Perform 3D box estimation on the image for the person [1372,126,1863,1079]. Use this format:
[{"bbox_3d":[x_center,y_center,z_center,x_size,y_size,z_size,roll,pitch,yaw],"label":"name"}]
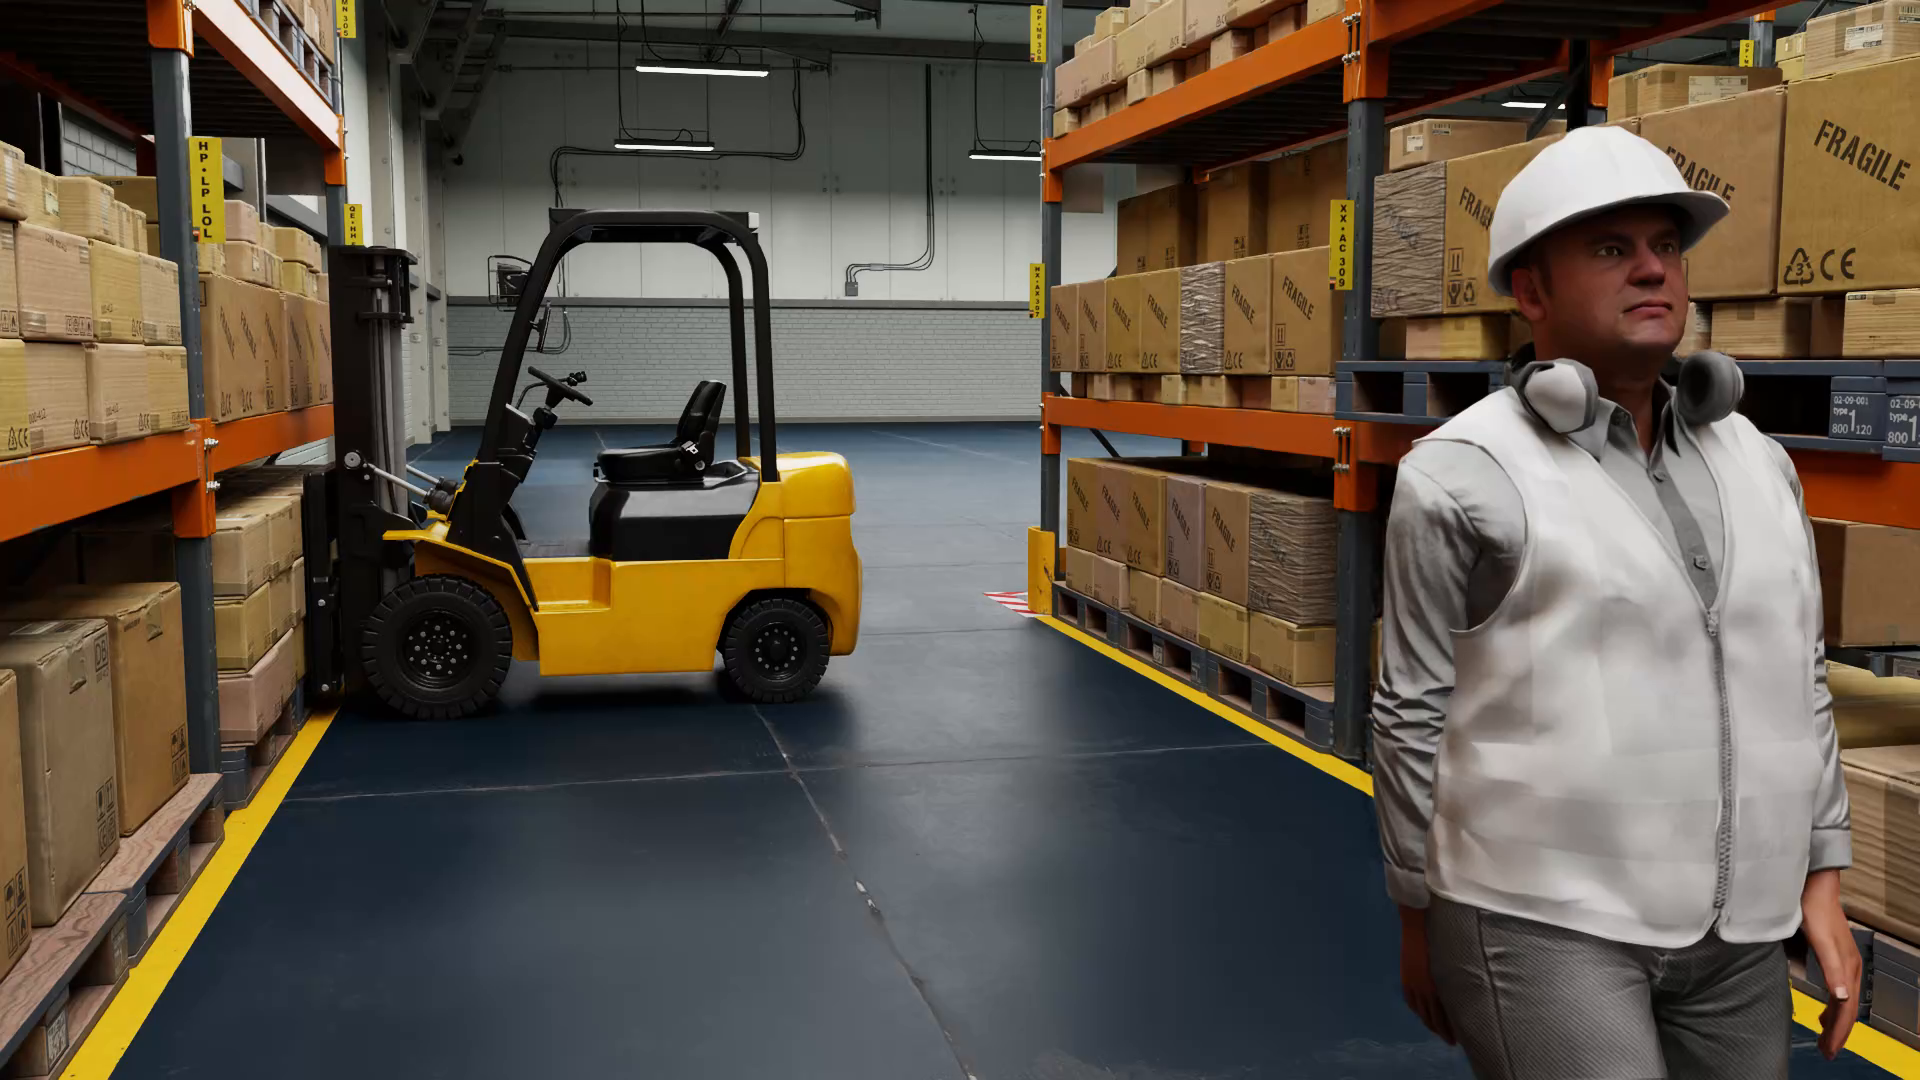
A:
[{"bbox_3d":[0.744,0.406,1.947,0.526,1.747,0.834,-2,6,-19],"label":"person"}]
